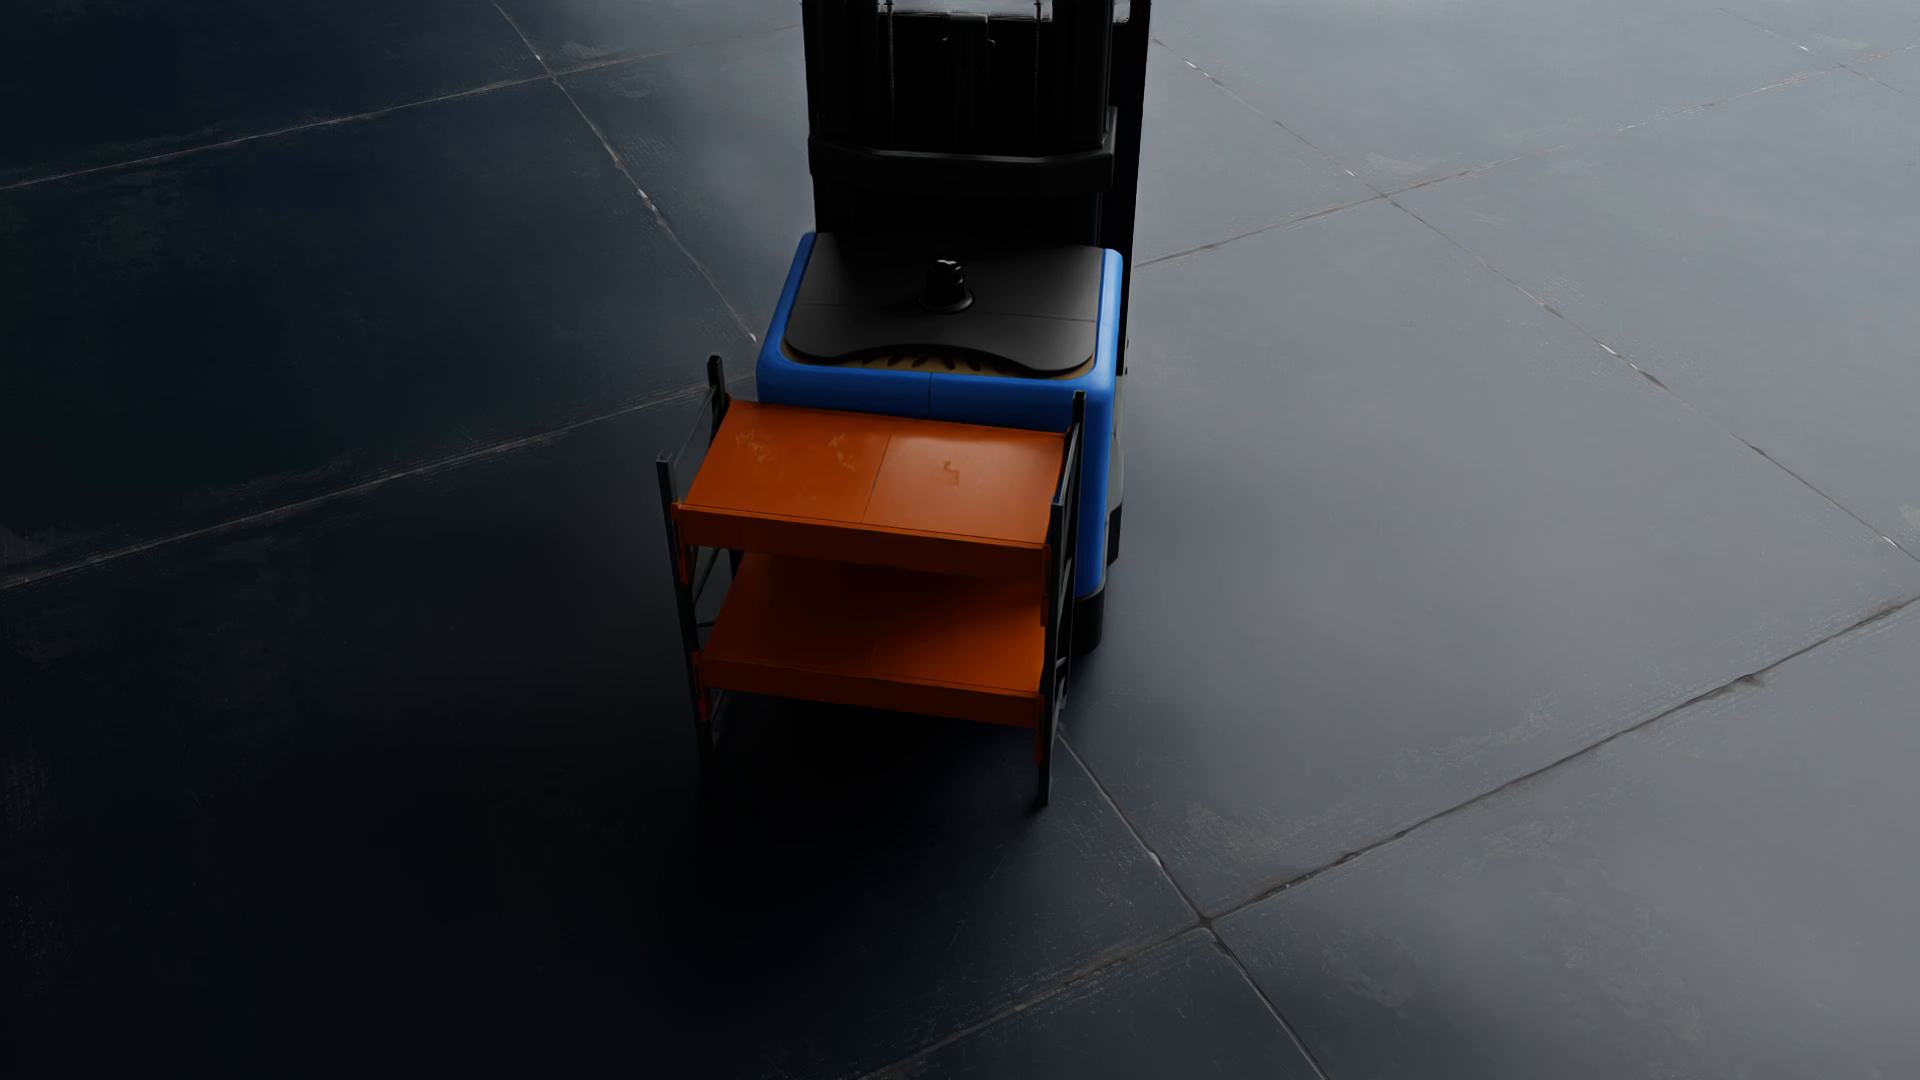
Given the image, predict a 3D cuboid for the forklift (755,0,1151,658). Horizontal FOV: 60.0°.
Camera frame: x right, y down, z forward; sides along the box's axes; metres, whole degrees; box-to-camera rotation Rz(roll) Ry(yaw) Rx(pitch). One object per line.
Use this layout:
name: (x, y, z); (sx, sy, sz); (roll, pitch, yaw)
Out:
forklift: (0.077, -1.696, 5.485); (1.130, 2.935, 3.031); (4, 40, 5)

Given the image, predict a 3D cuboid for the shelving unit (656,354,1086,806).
shelving unit: (-0.219, 0.128, 4.728); (1.048, 1.125, 0.538); (6, 41, 8)

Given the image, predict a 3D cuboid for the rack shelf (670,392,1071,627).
rack shelf: (-0.219, -0.095, 4.539); (1.000, 0.278, 0.538); (6, 41, 8)

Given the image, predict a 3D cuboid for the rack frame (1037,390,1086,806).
rack frame: (0.282, 0.184, 4.662); (0.032, 1.125, 0.500); (6, 41, 8)

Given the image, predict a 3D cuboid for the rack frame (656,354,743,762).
rack frame: (-0.719, 0.072, 4.795); (0.032, 1.125, 0.500); (6, 41, 8)

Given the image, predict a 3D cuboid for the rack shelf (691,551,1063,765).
rack shelf: (-0.219, 0.315, 4.886); (1.000, 0.278, 0.538); (6, 41, 8)
